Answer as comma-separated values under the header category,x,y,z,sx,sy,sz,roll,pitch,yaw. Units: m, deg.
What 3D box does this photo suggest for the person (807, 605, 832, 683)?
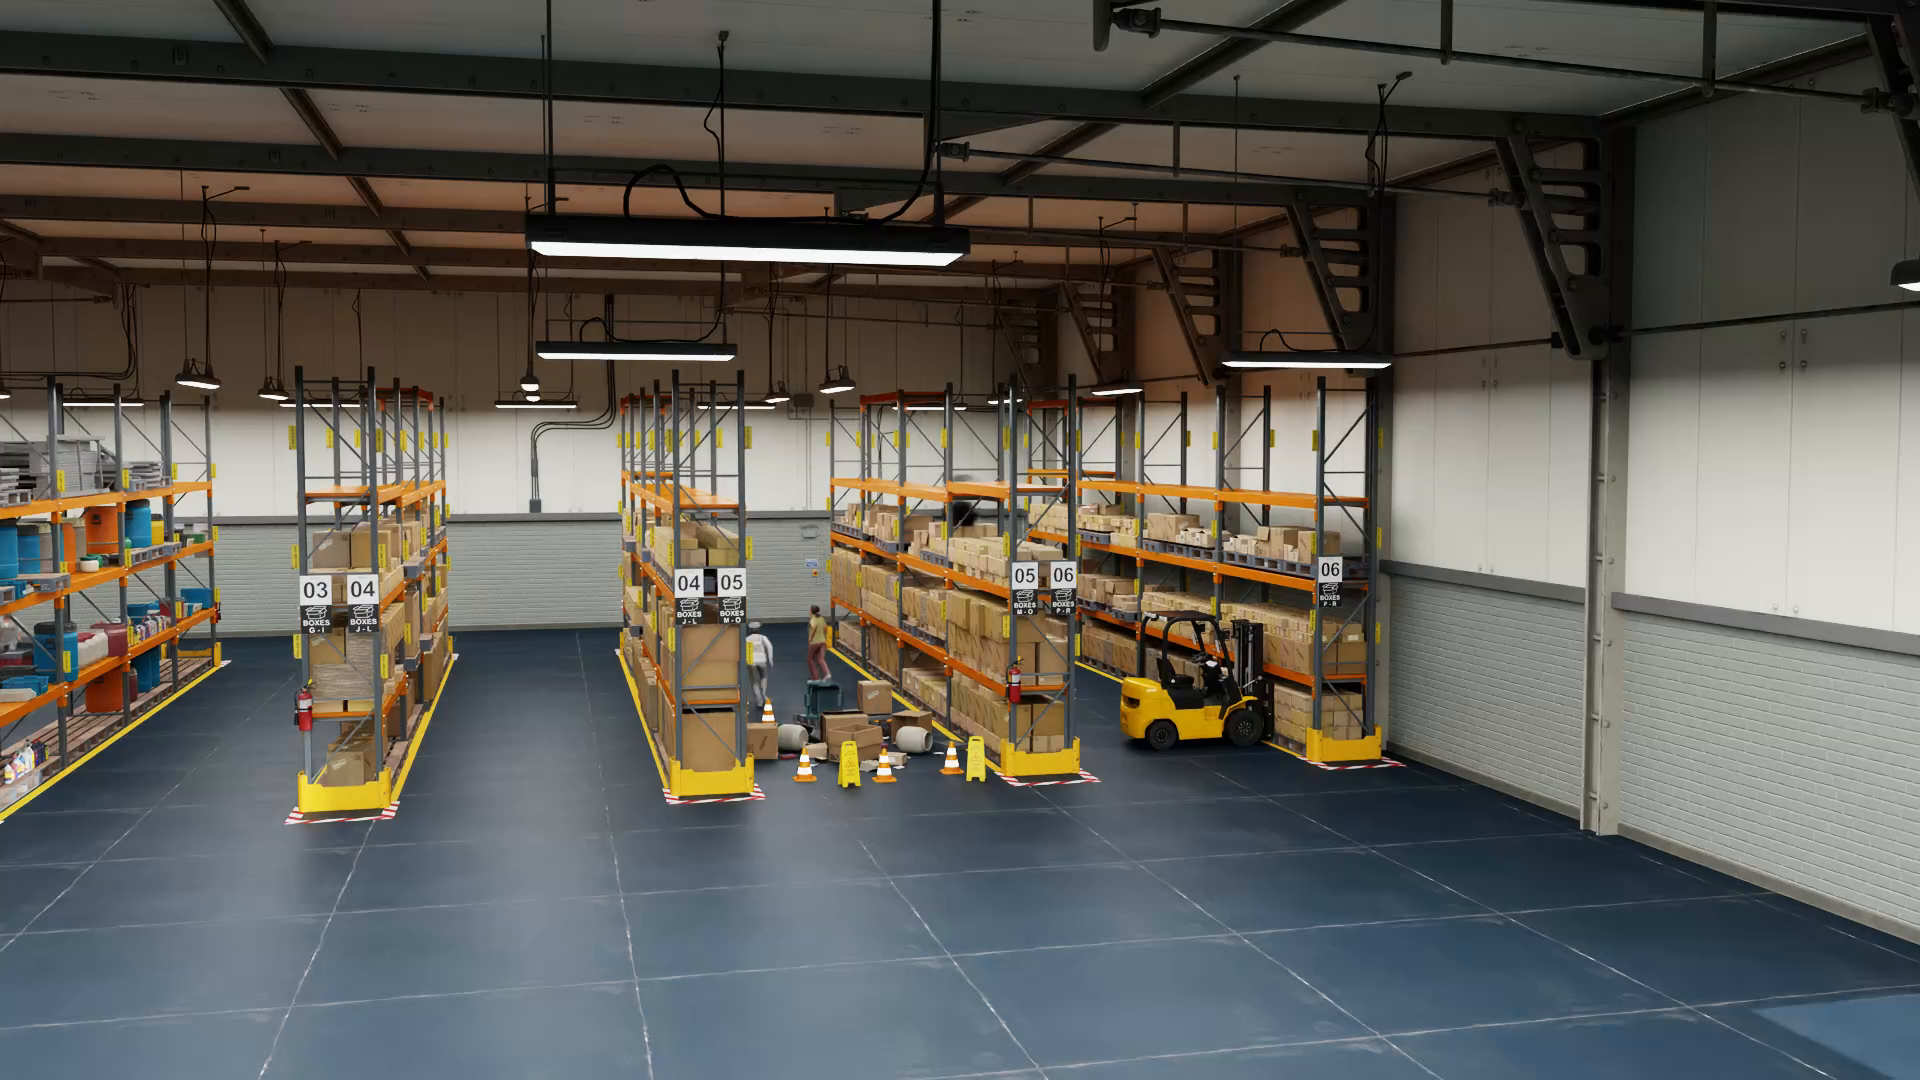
category,x,y,z,sx,sy,sz,roll,pitch,yaw
person,-2.834,2.159,33.957,0.550,1.622,0.835,-3,5,-44

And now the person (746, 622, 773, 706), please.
category,x,y,z,sx,sy,sz,roll,pitch,yaw
person,-3.862,2.353,31.563,0.591,1.535,0.809,-1,3,-10

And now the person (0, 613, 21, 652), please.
category,x,y,z,sx,sy,sz,roll,pitch,yaw
person,-19.514,2.147,34.042,0.513,1.609,0.861,-1,4,-23
